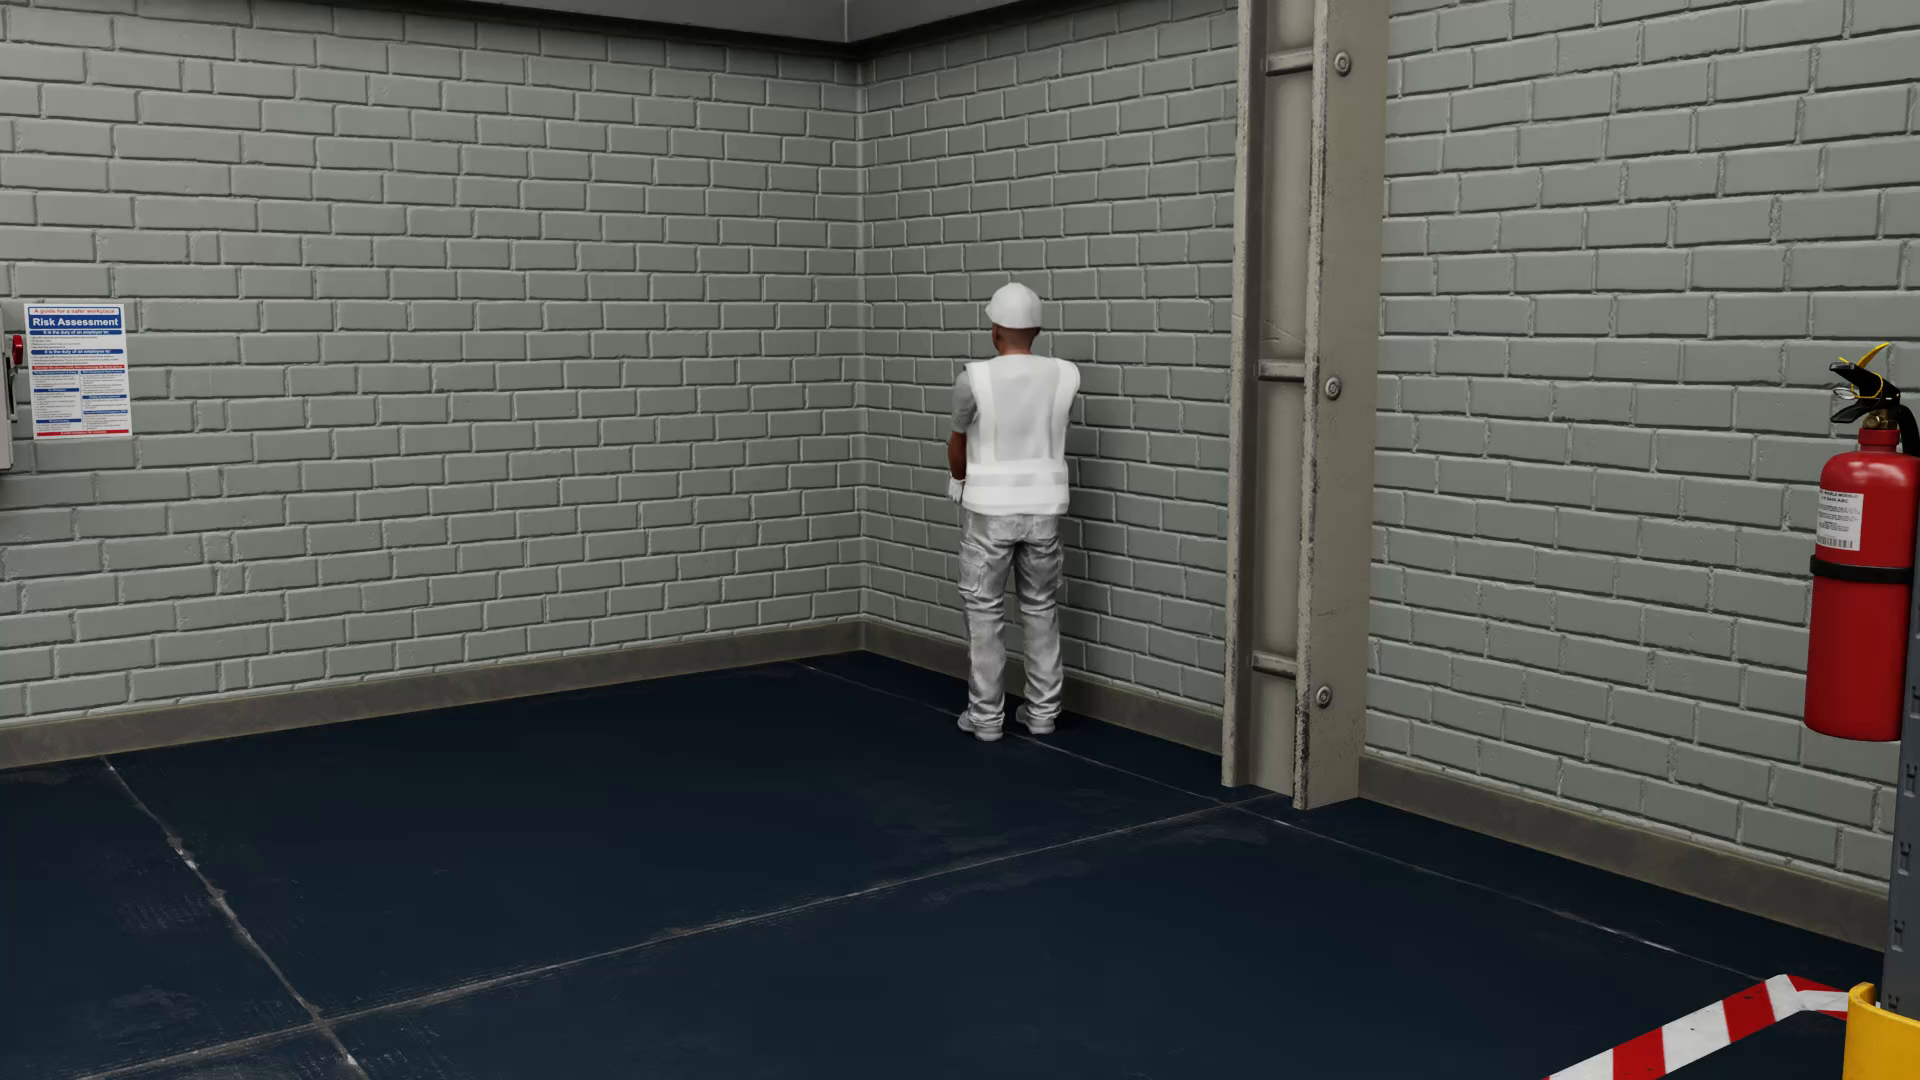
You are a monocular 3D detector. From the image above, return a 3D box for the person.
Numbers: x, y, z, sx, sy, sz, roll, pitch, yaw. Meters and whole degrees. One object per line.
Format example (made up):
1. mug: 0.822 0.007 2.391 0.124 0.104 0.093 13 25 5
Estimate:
1. person: 0.175 -0.120 6.614 0.498 1.785 0.584 -2 8 -17
